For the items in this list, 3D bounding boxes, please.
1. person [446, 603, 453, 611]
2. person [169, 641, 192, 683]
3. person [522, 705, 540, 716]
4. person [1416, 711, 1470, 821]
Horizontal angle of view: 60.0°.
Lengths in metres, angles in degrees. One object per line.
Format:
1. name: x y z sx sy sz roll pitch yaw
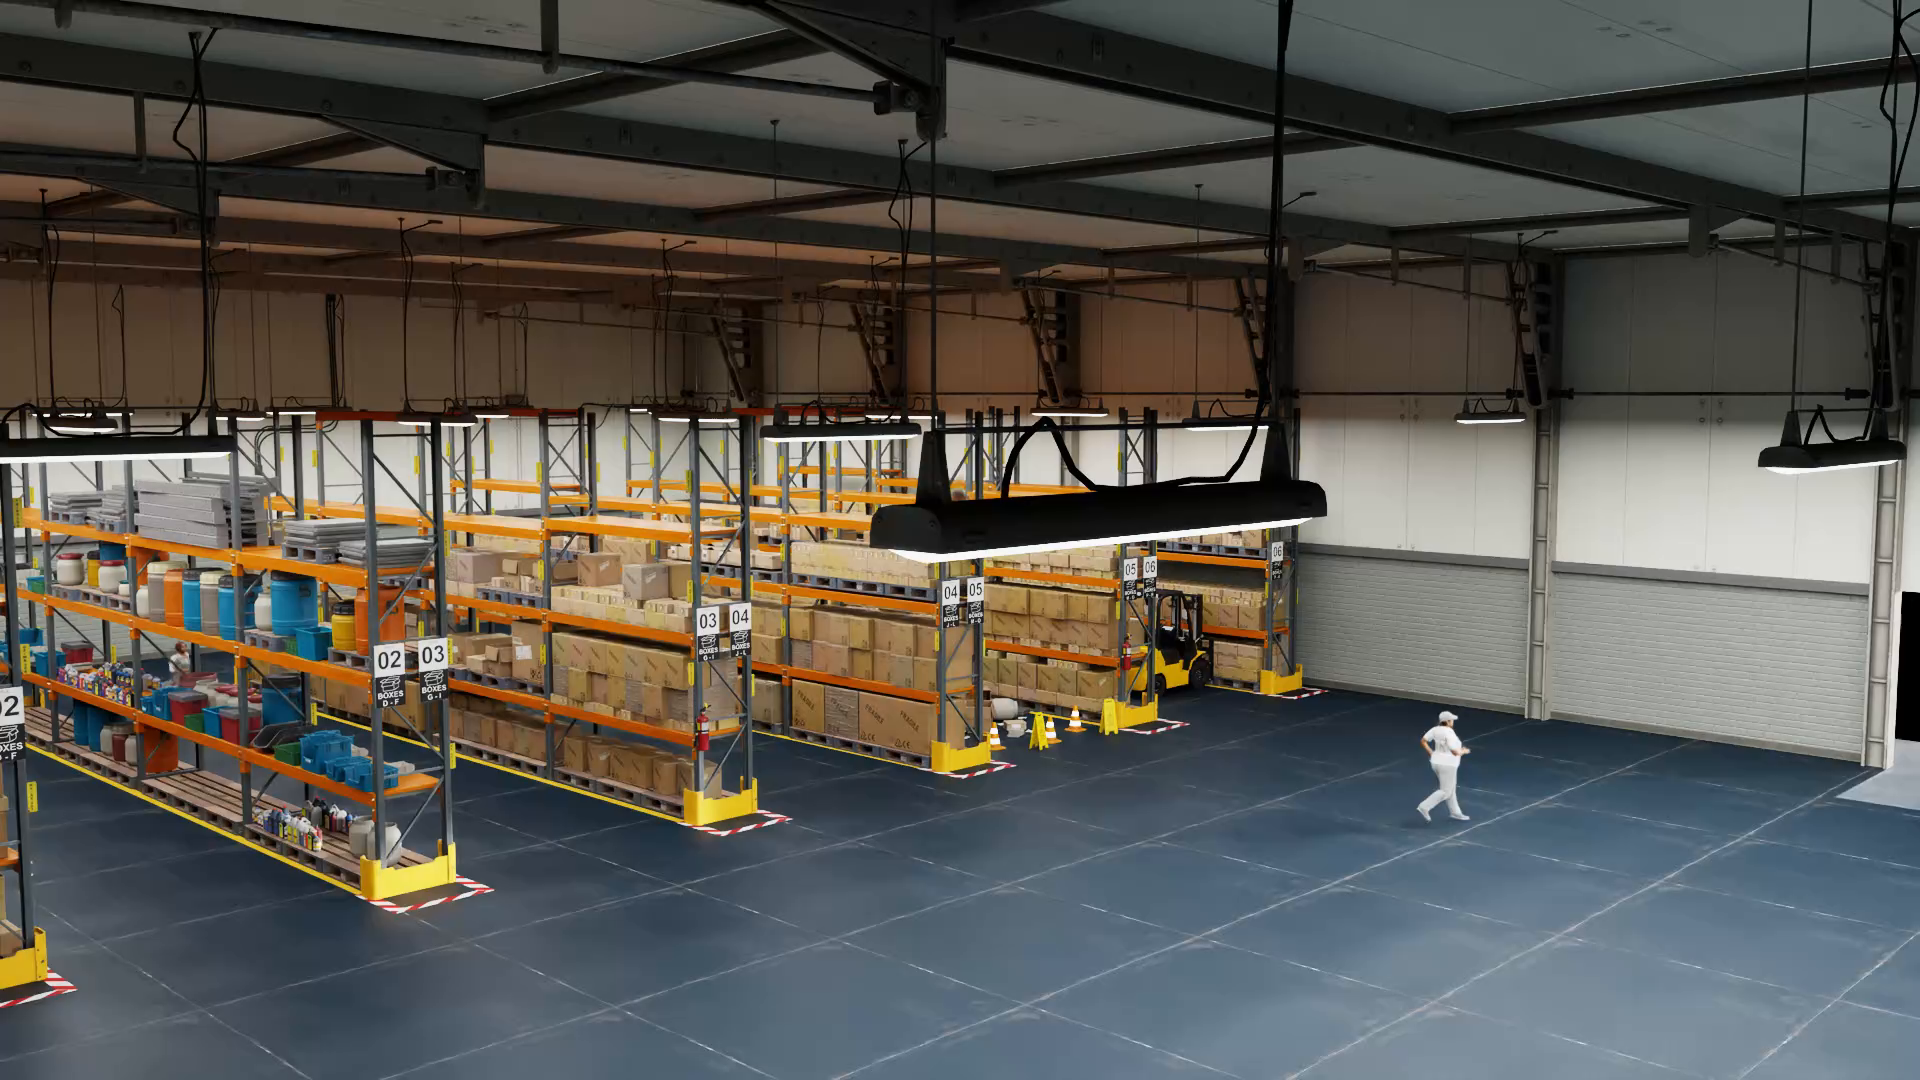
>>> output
1. person: -12.382 1.933 40.182 0.746 1.688 0.881 -4 7 -41
2. person: -14.817 2.728 31.618 0.749 1.632 0.529 3 6 32
3. person: -8.137 2.635 31.705 0.933 1.745 0.710 5 7 42
4. person: 7.113 3.327 24.368 0.900 1.662 0.606 -1 5 -15
